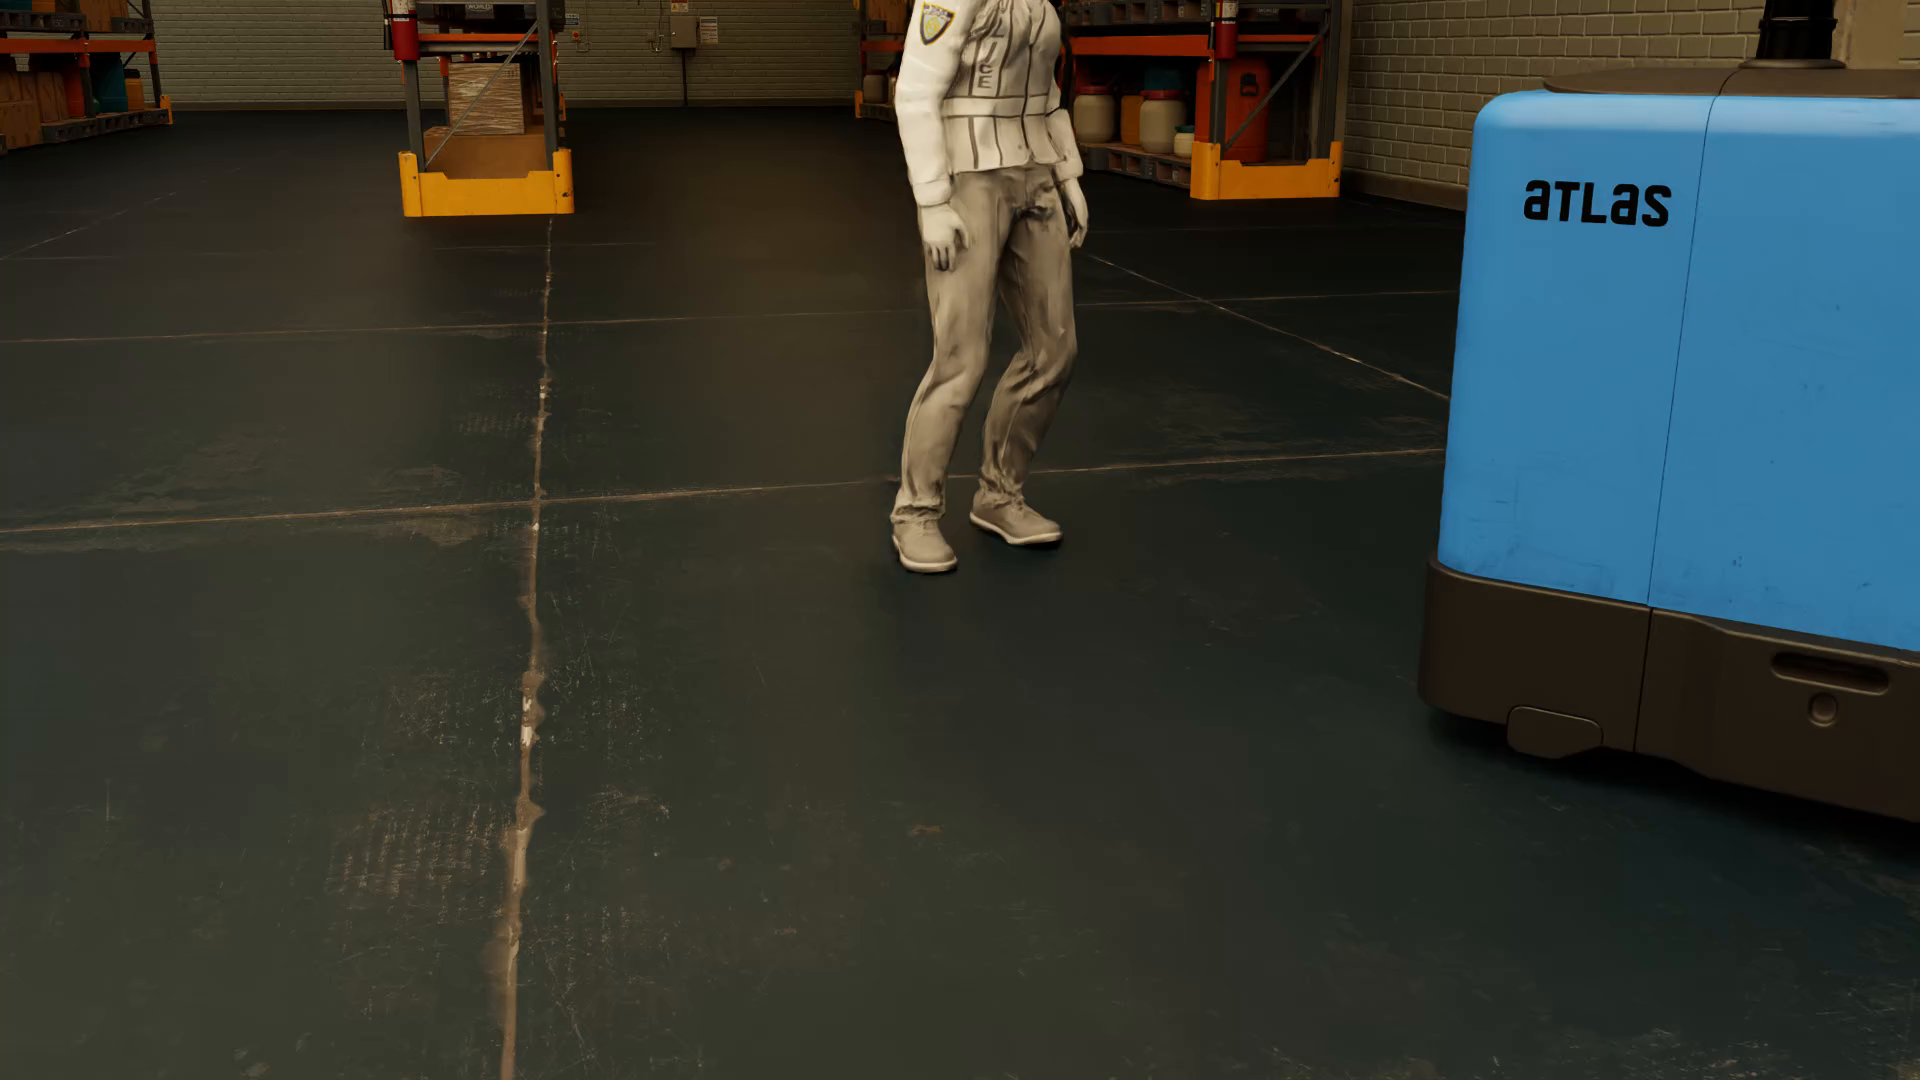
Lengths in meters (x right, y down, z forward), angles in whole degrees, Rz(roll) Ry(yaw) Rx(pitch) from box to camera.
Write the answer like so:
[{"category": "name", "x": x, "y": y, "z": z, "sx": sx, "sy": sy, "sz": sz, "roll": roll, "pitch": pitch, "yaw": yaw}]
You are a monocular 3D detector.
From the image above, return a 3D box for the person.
[{"category": "person", "x": 0.092, "y": -0.766, "z": 3.745, "sx": 0.369, "sy": 1.628, "sz": 0.614, "roll": 13, "pitch": 21, "yaw": 36}]

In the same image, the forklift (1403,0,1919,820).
[{"category": "forklift", "x": 2.279, "y": -0.949, "z": 2.060, "sx": 3.031, "sy": 2.935, "sz": 1.130, "roll": 11, "pitch": 20, "yaw": 32}]
